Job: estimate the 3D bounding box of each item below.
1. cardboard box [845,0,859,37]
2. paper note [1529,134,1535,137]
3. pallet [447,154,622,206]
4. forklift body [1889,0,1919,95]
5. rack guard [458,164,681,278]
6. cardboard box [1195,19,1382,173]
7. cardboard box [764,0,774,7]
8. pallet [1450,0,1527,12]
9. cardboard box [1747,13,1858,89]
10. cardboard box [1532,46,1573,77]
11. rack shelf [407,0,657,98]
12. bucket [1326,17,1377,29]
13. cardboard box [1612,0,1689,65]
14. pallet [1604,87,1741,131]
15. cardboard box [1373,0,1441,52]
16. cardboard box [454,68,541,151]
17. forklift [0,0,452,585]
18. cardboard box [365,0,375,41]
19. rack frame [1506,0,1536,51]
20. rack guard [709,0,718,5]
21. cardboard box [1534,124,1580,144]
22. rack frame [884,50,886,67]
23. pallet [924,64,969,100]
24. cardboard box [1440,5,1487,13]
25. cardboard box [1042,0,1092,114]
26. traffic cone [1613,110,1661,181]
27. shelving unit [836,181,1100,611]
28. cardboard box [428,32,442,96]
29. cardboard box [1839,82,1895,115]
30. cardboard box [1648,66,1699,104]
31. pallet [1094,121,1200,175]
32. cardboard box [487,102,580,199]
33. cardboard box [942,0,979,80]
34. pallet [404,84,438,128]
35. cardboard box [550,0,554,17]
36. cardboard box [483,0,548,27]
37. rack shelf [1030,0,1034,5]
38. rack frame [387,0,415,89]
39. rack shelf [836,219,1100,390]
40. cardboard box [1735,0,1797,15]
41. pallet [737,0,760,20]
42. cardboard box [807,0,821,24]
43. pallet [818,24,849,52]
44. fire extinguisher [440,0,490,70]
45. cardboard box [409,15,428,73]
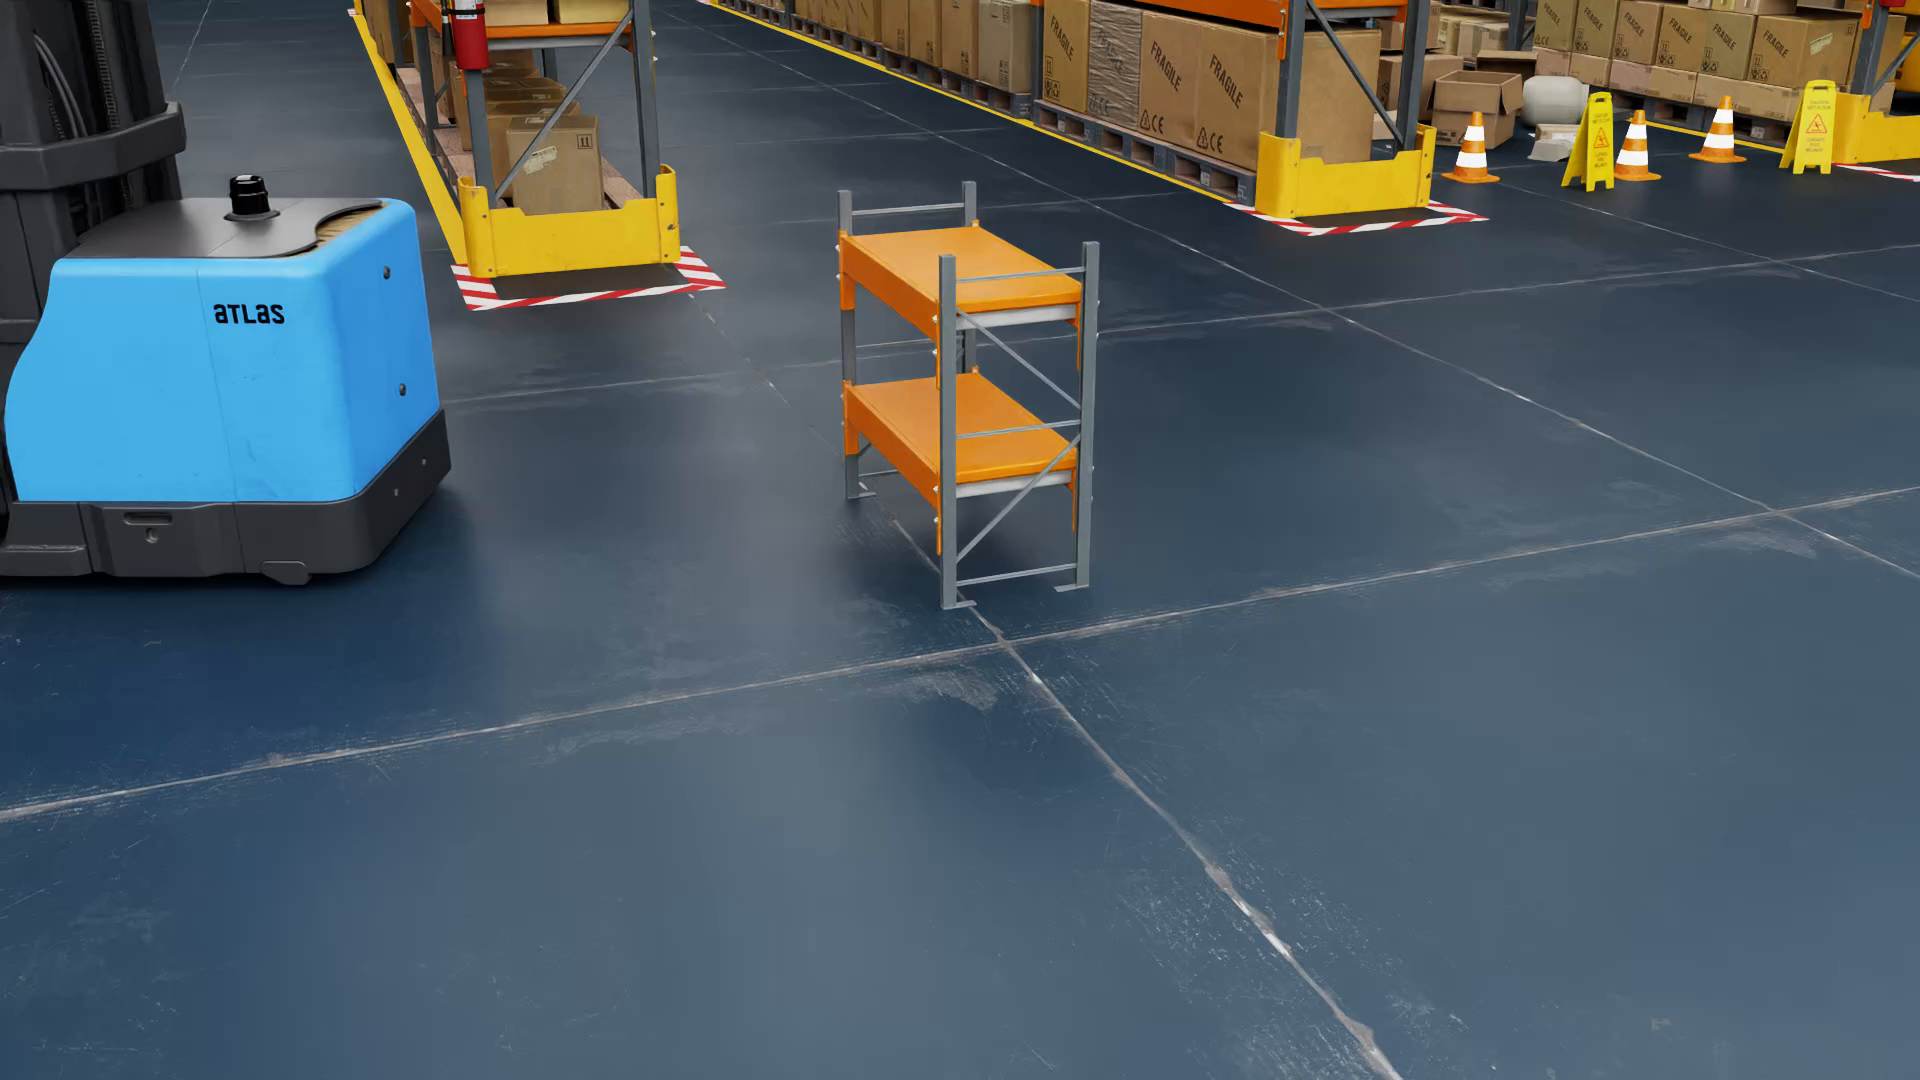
[{"bbox_3d":[-0.977,-5.920,18.612,0.500,0.500,0.500,-7,24,-17],"label":"cardboard box"},{"bbox_3d":[4.745,-3.321,13.606,0.148,0.019,0.142,0,23,-1],"label":"paper note"},{"bbox_3d":[-2.878,-2.421,11.222,1.003,0.211,1.213,-8,24,-19],"label":"pallet"},{"bbox_3d":[9.367,-5.025,14.904,2.313,2.155,1.214,-8,24,-19],"label":"forklift body"},{"bbox_3d":[-2.197,-1.811,9.404,1.175,0.500,0.348,-8,24,-19],"label":"rack guard"},{"bbox_3d":[2.204,-3.031,11.275,0.875,0.875,0.875,-8,24,-19],"label":"cardboard box"},{"bbox_3d":[-2.358,-7.108,21.883,0.380,0.149,0.250,-9,25,-21],"label":"cardboard box"},{"bbox_3d":[7.827,-7.762,23.896,1.003,0.211,1.213,-8,24,-19],"label":"pallet"},{"bbox_3d":[6.574,-3.823,12.992,0.500,0.500,0.500,-8,24,-19],"label":"cardboard box"},{"bbox_3d":[5.644,-4.424,15.383,0.500,0.250,0.500,-10,25,-21],"label":"cardboard box"},{"bbox_3d":[-2.877,-3.331,10.717,1.077,0.370,4.000,-8,24,-19],"label":"rack shelf"},{"bbox_3d":[3.298,-4.492,14.803,0.726,0.611,0.620,0,13,-1],"label":"bucket"},{"bbox_3d":[6.025,-4.388,14.332,0.500,0.500,0.500,-7,24,-16],"label":"cardboard box"},{"bbox_3d":[6.393,-3.781,14.448,1.003,0.211,1.213,-8,24,-19],"label":"pallet"},{"bbox_3d":[4.033,-4.691,15.260,0.500,0.500,0.500,-8,24,-19],"label":"cardboard box"},{"bbox_3d":[-3.270,-3.073,11.856,0.500,0.500,0.500,-1,23,-2],"label":"cardboard box"},{"bbox_3d":[-3.413,-1.387,5.267,3.031,2.935,1.130,0,23,1],"label":"forklift"},{"bbox_3d":[-5.848,-5.956,18.214,1.225,0.875,0.875,-9,25,-21],"label":"cardboard box"},{"bbox_3d":[5.688,-5.749,15.527,1.000,3.000,0.127,-8,24,-19],"label":"rack frame"},{"bbox_3d":[-3.120,-8.214,24.594,1.175,0.500,0.348,-8,24,-19],"label":"rack guard"},{"bbox_3d":[4.748,-3.180,13.104,0.380,0.149,0.250,4,23,9],"label":"cardboard box"},{"bbox_3d":[-0.320,-6.486,17.277,1.000,3.000,0.127,-8,24,-19],"label":"rack frame"},{"bbox_3d":[0.315,-4.462,16.064,1.003,0.211,1.213,-8,24,-19],"label":"pallet"},{"bbox_3d":[4.996,-5.435,17.625,0.950,0.372,0.625,-8,24,-17],"label":"cardboard box"},{"bbox_3d":[1.249,-4.009,13.595,0.875,0.875,0.875,-8,24,-18],"label":"cardboard box"},{"bbox_3d":[4.824,-2.830,11.868,0.336,0.463,0.334,-8,24,-19],"label":"traffic cone"},{"bbox_3d":[-0.002,-0.521,5.537,0.538,1.125,1.048,-8,24,-19],"label":"shelving unit"},{"bbox_3d":[-4.129,-4.045,14.137,0.700,0.500,0.500,-11,25,-24],"label":"cardboard box"},{"bbox_3d":[7.075,-3.553,13.317,0.500,0.250,0.500,-9,24,-19],"label":"cardboard box"},{"bbox_3d":[6.198,-3.857,14.039,0.500,0.250,0.500,-9,25,-21],"label":"cardboard box"},{"bbox_3d":[1.723,-3.017,12.636,1.003,0.211,1.213,-8,24,-19],"label":"pallet"},{"bbox_3d":[-2.618,-2.419,10.305,0.500,0.500,0.500,-2,23,-5],"label":"cardboard box"},{"bbox_3d":[0.452,-4.754,15.523,1.050,0.750,0.750,-8,24,-19],"label":"cardboard box"},{"bbox_3d":[-4.294,-3.831,14.567,1.003,0.211,1.213,-8,24,-19],"label":"pallet"},{"bbox_3d":[-2.118,-3.050,9.447,0.380,0.149,0.250,-8,24,-19],"label":"cardboard box"},{"bbox_3d":[-2.464,-2.895,9.080,0.380,0.149,0.250,-8,24,-19],"label":"cardboard box"},{"bbox_3d":[0.386,-5.428,15.693,1.077,0.370,4.000,-8,24,-19],"label":"rack shelf"},{"bbox_3d":[-4.996,-5.842,15.750,1.000,3.000,0.127,-8,24,-19],"label":"rack frame"},{"bbox_3d":[-0.002,-0.791,5.424,0.538,0.278,1.000,-8,24,-19],"label":"rack shelf"},{"bbox_3d":[6.381,-4.246,13.160,0.380,0.149,0.250,-8,24,-17],"label":"cardboard box"},{"bbox_3d":[-2.439,-7.338,22.888,1.003,0.211,1.213,-8,24,-19],"label":"pallet"},{"bbox_3d":[-1.532,-6.484,19.950,0.500,0.500,0.500,-7,24,-17],"label":"cardboard box"},{"bbox_3d":[-1.022,-5.928,19.543,1.003,0.211,1.213,-8,24,-19],"label":"pallet"},{"bbox_3d":[-2.561,-2.795,8.619,0.296,0.674,0.183,-8,24,-19],"label":"fire extinguisher"},{"bbox_3d":[-4.741,-4.653,15.578,0.700,0.500,0.500,-10,25,-22],"label":"cardboard box"}]
